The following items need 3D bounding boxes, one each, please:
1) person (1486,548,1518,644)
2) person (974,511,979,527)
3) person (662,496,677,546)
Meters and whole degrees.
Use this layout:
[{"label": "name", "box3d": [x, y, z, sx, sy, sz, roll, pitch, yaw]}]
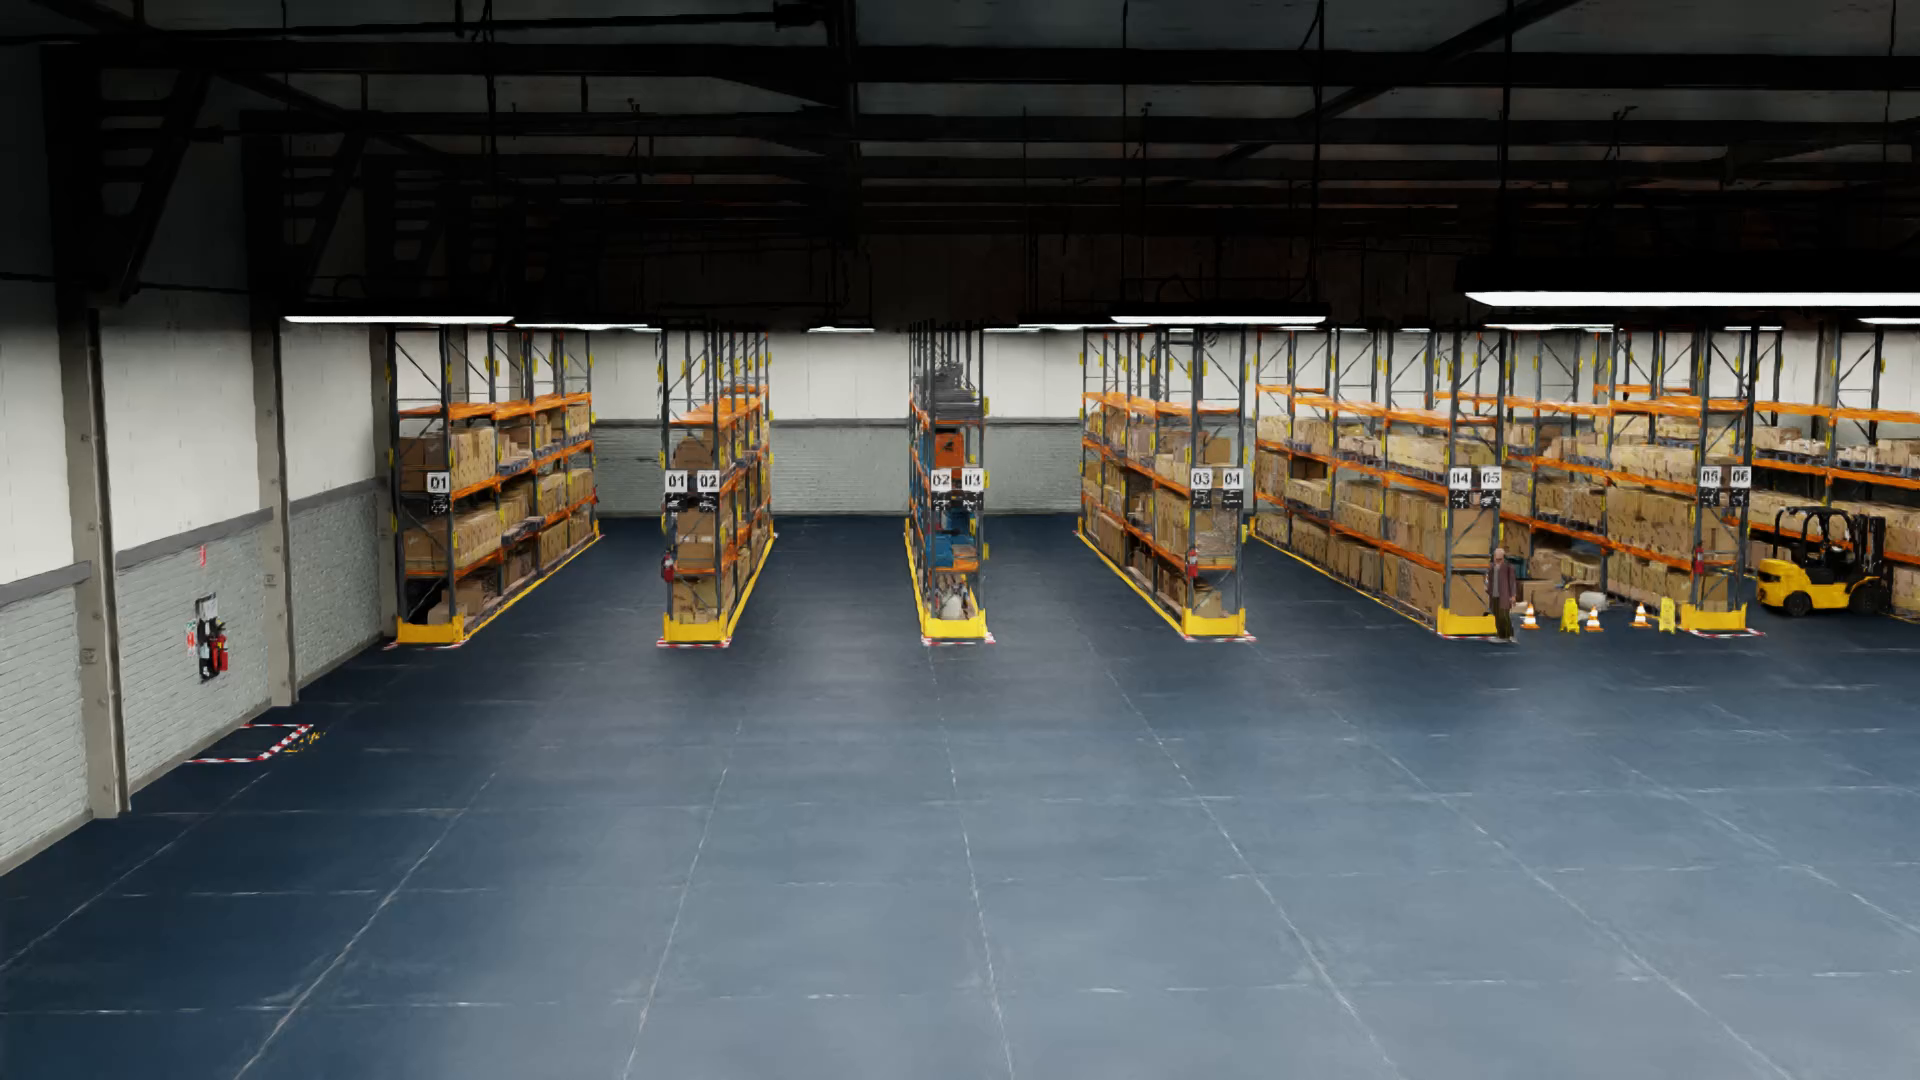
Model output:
[{"label": "person", "box3d": [10.054, 1.030, 30.820, 0.457, 1.773, 0.678, -5, 9, -35]}, {"label": "person", "box3d": [0.388, -1.277, 49.529, 0.508, 1.766, 0.632, -5, 9, -36]}, {"label": "person", "box3d": [-7.700, -0.702, 44.877, 0.702, 1.671, 0.548, -1, 7, -5]}]
